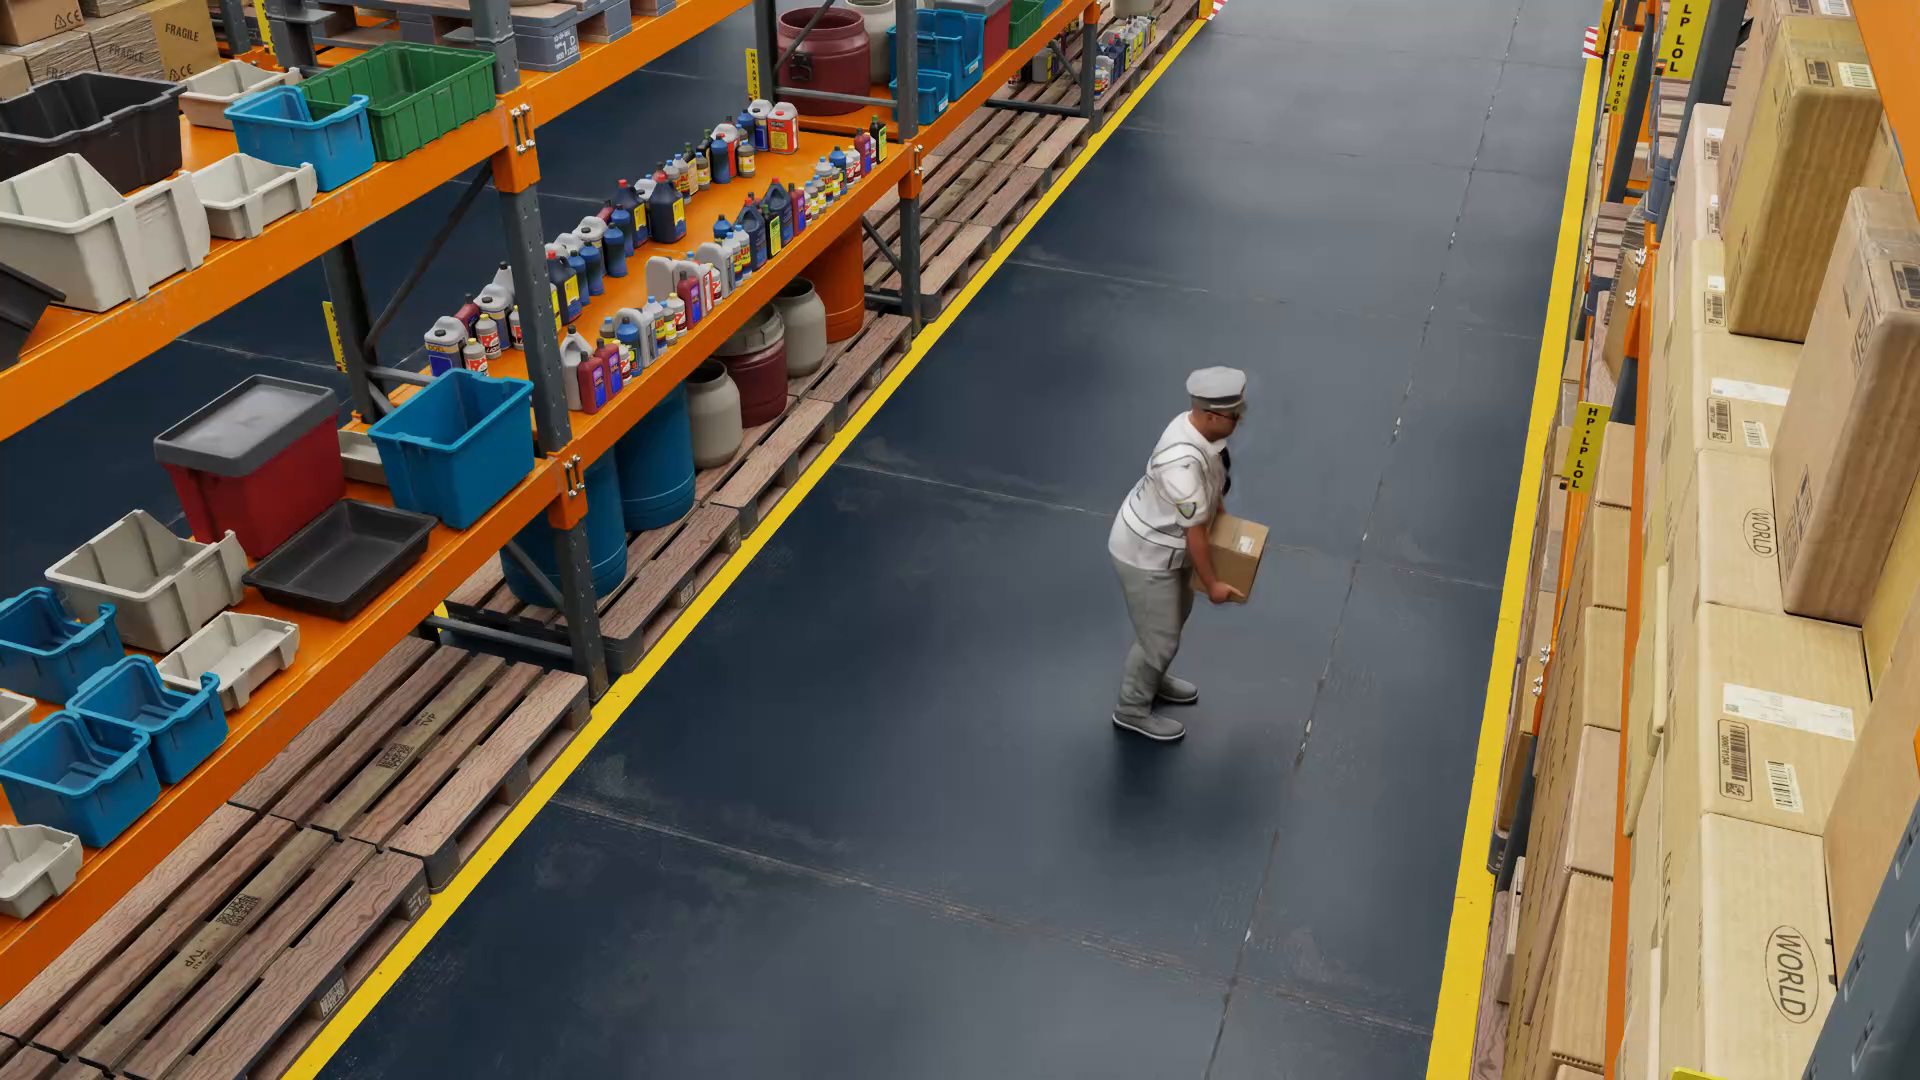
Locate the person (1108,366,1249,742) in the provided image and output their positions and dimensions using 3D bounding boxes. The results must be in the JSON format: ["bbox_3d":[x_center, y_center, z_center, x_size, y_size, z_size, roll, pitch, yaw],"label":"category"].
[{"bbox_3d":[0.942,0.055,7.084,0.604,1.723,0.478,10,34,16],"label":"person"}]
